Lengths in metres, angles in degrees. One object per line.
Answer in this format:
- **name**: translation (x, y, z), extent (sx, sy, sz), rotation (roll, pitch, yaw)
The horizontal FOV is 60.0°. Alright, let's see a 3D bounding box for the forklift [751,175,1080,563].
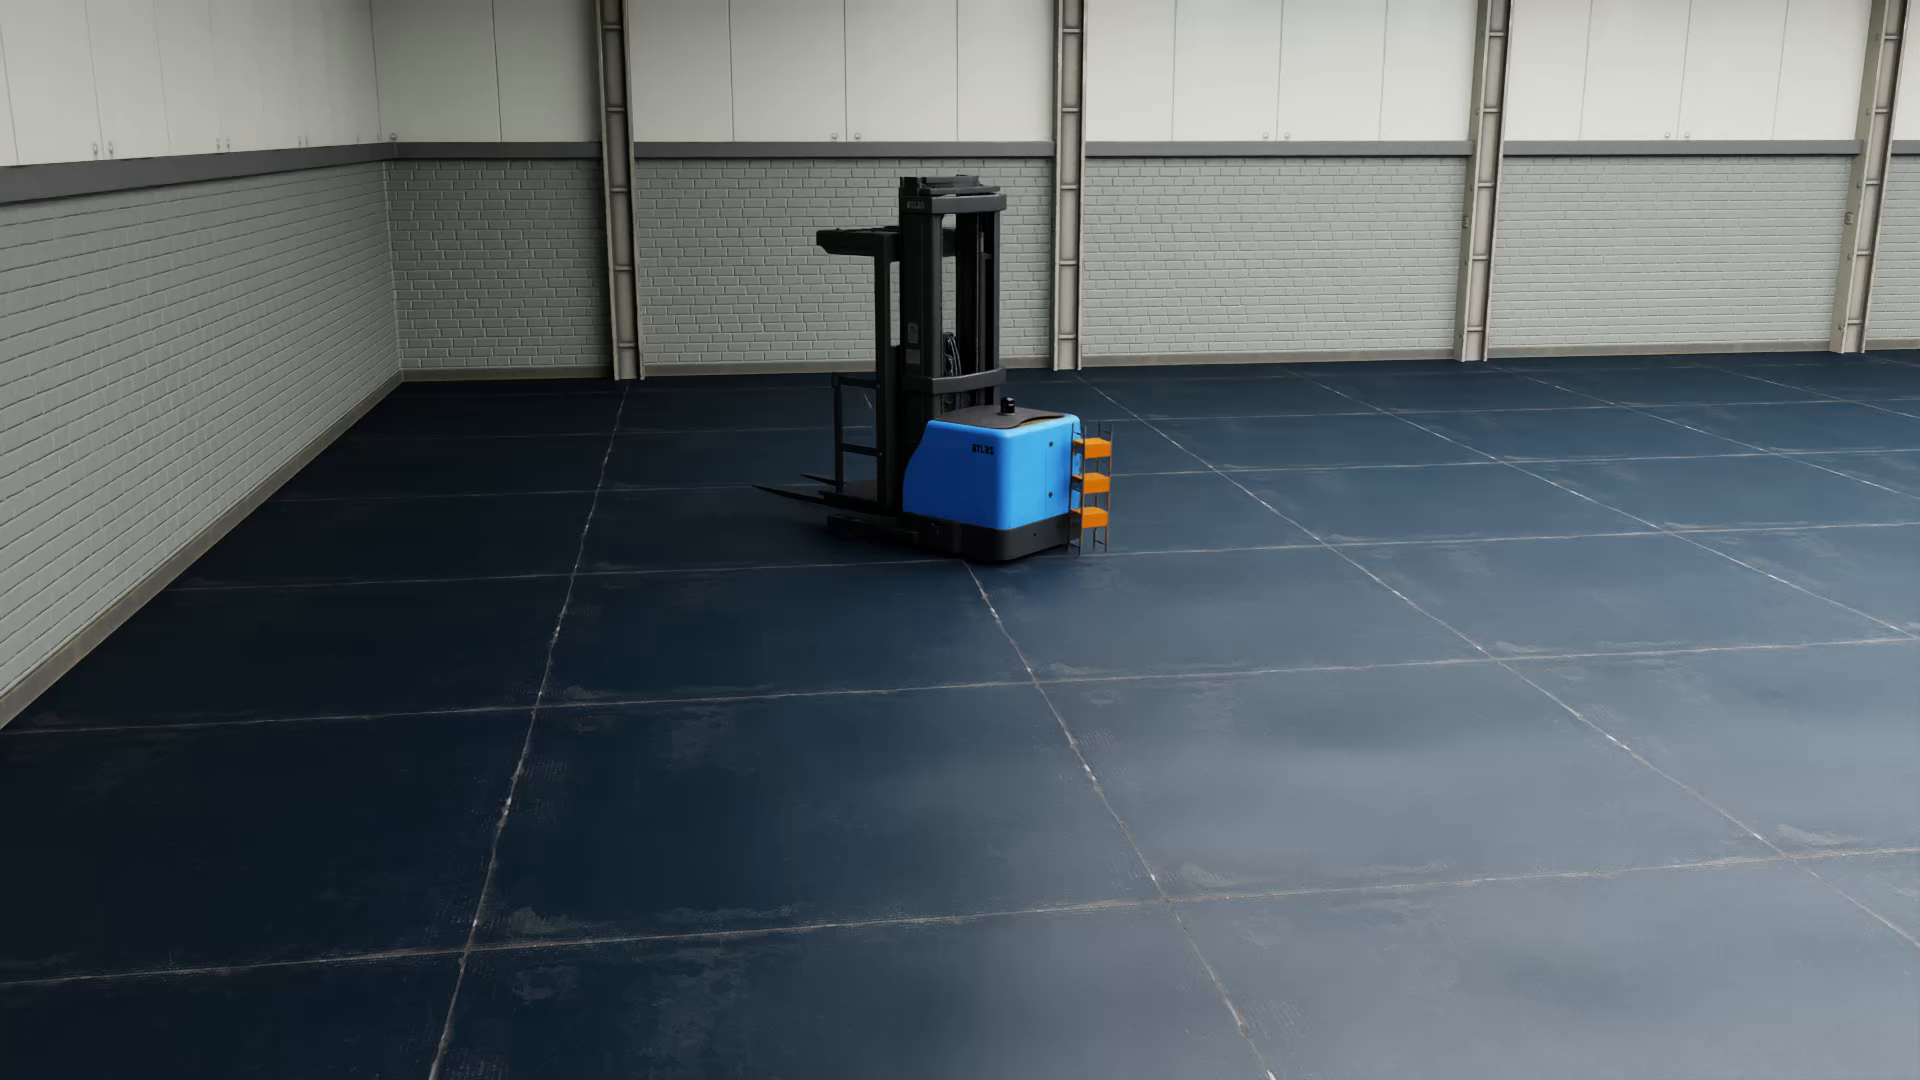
- **forklift**: translation (-0.480, -1.520, 13.756), extent (3.031, 2.935, 1.130), rotation (12, 18, 39)

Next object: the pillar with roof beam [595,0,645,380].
- **pillar with roof beam**: translation (-3.817, -5.515, 17.213), extent (0.400, 9.000, 9.100), rotation (-2, 14, -8)

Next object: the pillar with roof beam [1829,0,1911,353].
- **pillar with roof beam**: translation (13.982, -6.167, 19.814), extent (0.400, 9.000, 9.100), rotation (-2, 14, -8)

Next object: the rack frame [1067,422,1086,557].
- **rack frame**: translation (0.917, -0.393, 13.110), extent (0.008, 1.050, 0.200), rotation (-6, 17, -27)

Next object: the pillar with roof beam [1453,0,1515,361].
- **pillar with roof beam**: translation (8.049, -5.950, 18.947), extent (0.400, 9.000, 9.100), rotation (-2, 14, -8)

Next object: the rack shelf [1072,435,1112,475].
- **rack shelf**: translation (1.031, -0.670, 13.095), extent (0.240, 0.259, 0.215), rotation (-6, 17, -27)

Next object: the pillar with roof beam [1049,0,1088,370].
- **pillar with roof beam**: translation (2.116, -5.732, 18.080), extent (0.400, 9.000, 9.100), rotation (-2, 14, -8)

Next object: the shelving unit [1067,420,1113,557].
- **shelving unit**: translation (1.026, -0.406, 13.165), extent (0.252, 1.050, 0.215), rotation (-6, 17, -27)

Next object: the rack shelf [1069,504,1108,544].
- **rack shelf**: translation (1.020, -0.127, 13.238), extent (0.240, 0.259, 0.215), rotation (-6, 17, -27)

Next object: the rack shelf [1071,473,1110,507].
- **rack shelf**: translation (1.026, -0.395, 13.167), extent (0.240, 0.259, 0.215), rotation (-6, 17, -27)

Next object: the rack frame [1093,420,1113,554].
- **rack frame**: translation (1.134, -0.418, 13.219), extent (0.008, 1.050, 0.200), rotation (-6, 17, -27)
